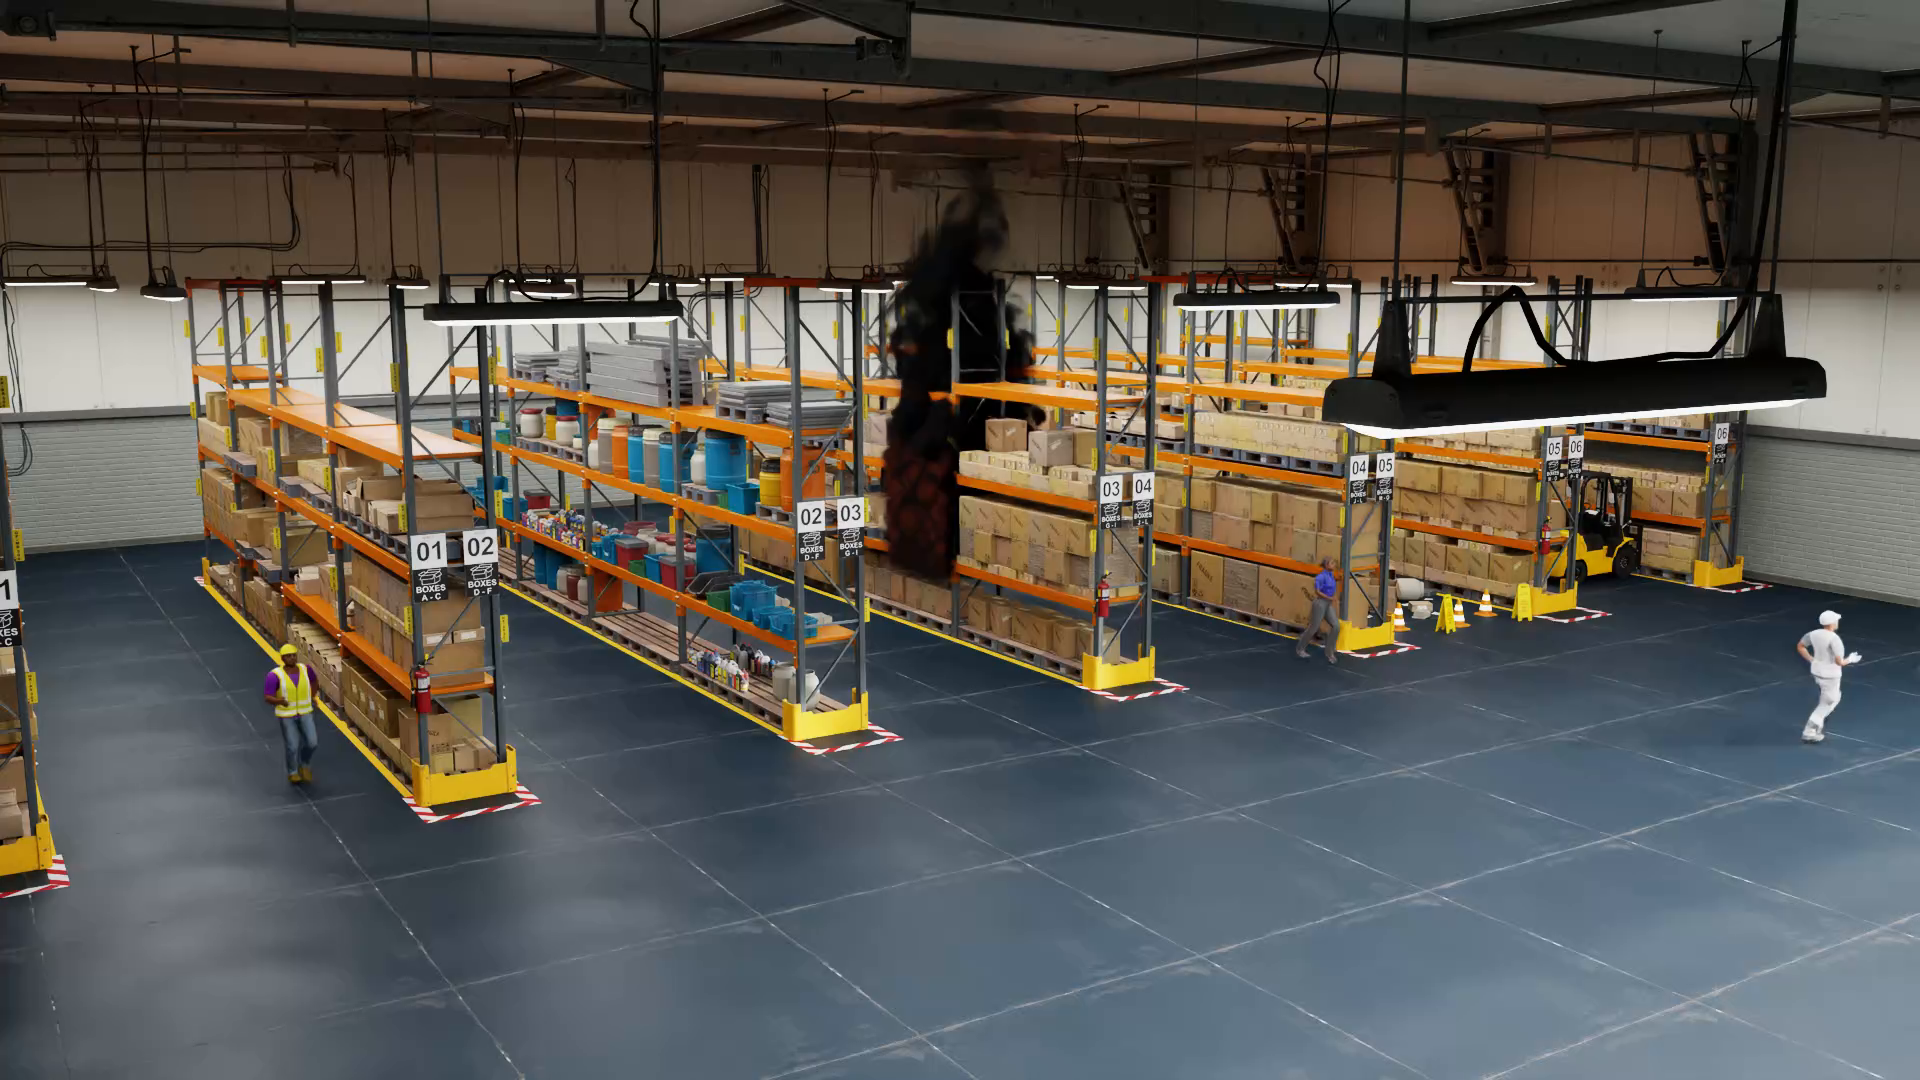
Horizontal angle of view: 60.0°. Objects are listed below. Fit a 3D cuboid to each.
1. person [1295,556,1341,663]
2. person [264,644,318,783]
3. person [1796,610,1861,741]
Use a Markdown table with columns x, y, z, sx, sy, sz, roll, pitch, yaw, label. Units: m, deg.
| x | y | z | sx | sy | sz | roll | pitch | yaw | label |
| --- | --- | --- | --- | --- | --- | --- | --- | --- | --- |
| 5.786 | 1.105 | 26.549 | 0.684 | 1.719 | 0.629 | 8 | 12 | 39 | person |
| -8.034 | 2.125 | 20.124 | 0.664 | 1.750 | 0.626 | -7 | 12 | -37 | person |
| 11.484 | 1.802 | 21.964 | 0.644 | 1.786 | 0.634 | -1 | 10 | -4 | person |
